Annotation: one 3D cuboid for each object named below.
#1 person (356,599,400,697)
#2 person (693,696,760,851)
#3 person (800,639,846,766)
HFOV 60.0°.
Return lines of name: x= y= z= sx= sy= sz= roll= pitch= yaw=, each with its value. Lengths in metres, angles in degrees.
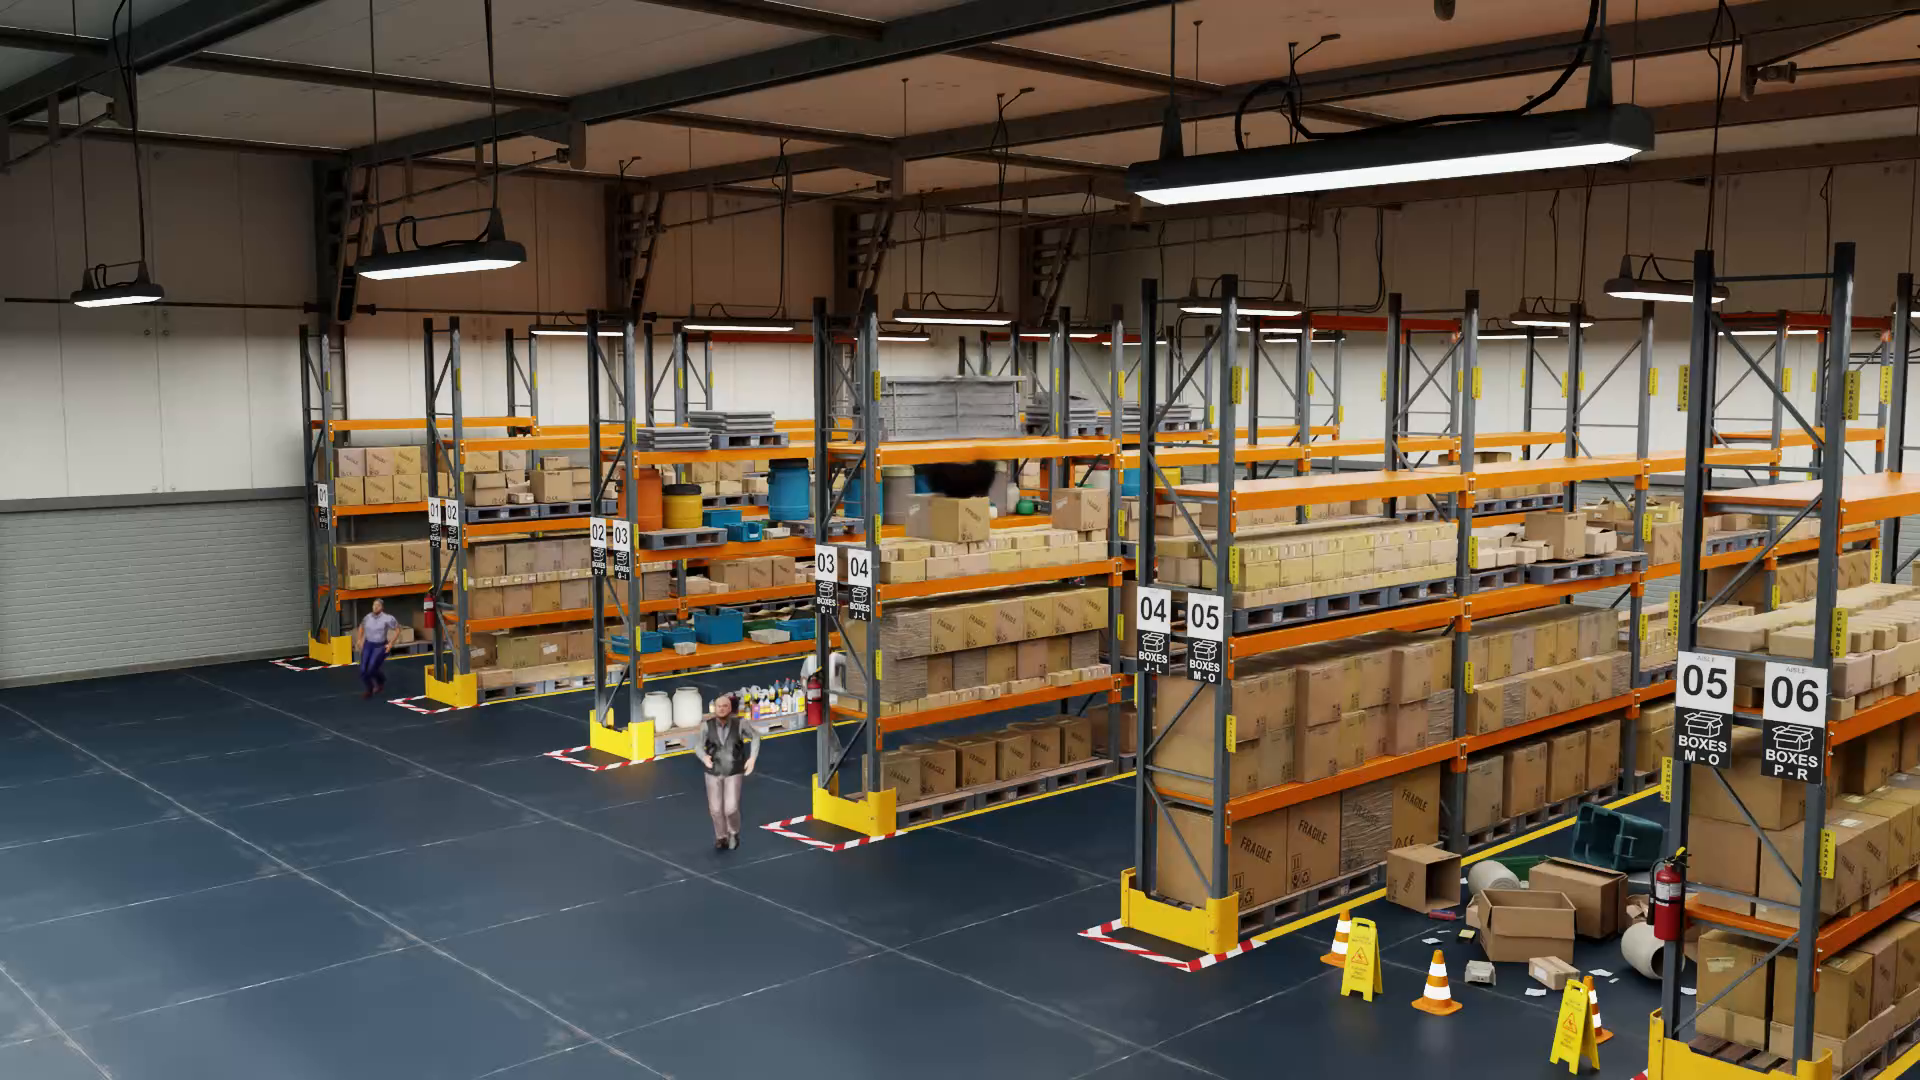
person: x=-9.271 y=1.724 z=26.363 sx=0.663 sy=1.590 sz=0.495 roll=1 pitch=6 yaw=14
person: x=-2.511 y=2.525 z=17.827 sx=0.692 sy=1.700 sz=0.667 roll=0 pitch=6 yaw=0
person: x=-1.731 y=2.095 z=21.606 sx=0.720 sy=1.739 sz=0.802 roll=3 pitch=6 yaw=23
